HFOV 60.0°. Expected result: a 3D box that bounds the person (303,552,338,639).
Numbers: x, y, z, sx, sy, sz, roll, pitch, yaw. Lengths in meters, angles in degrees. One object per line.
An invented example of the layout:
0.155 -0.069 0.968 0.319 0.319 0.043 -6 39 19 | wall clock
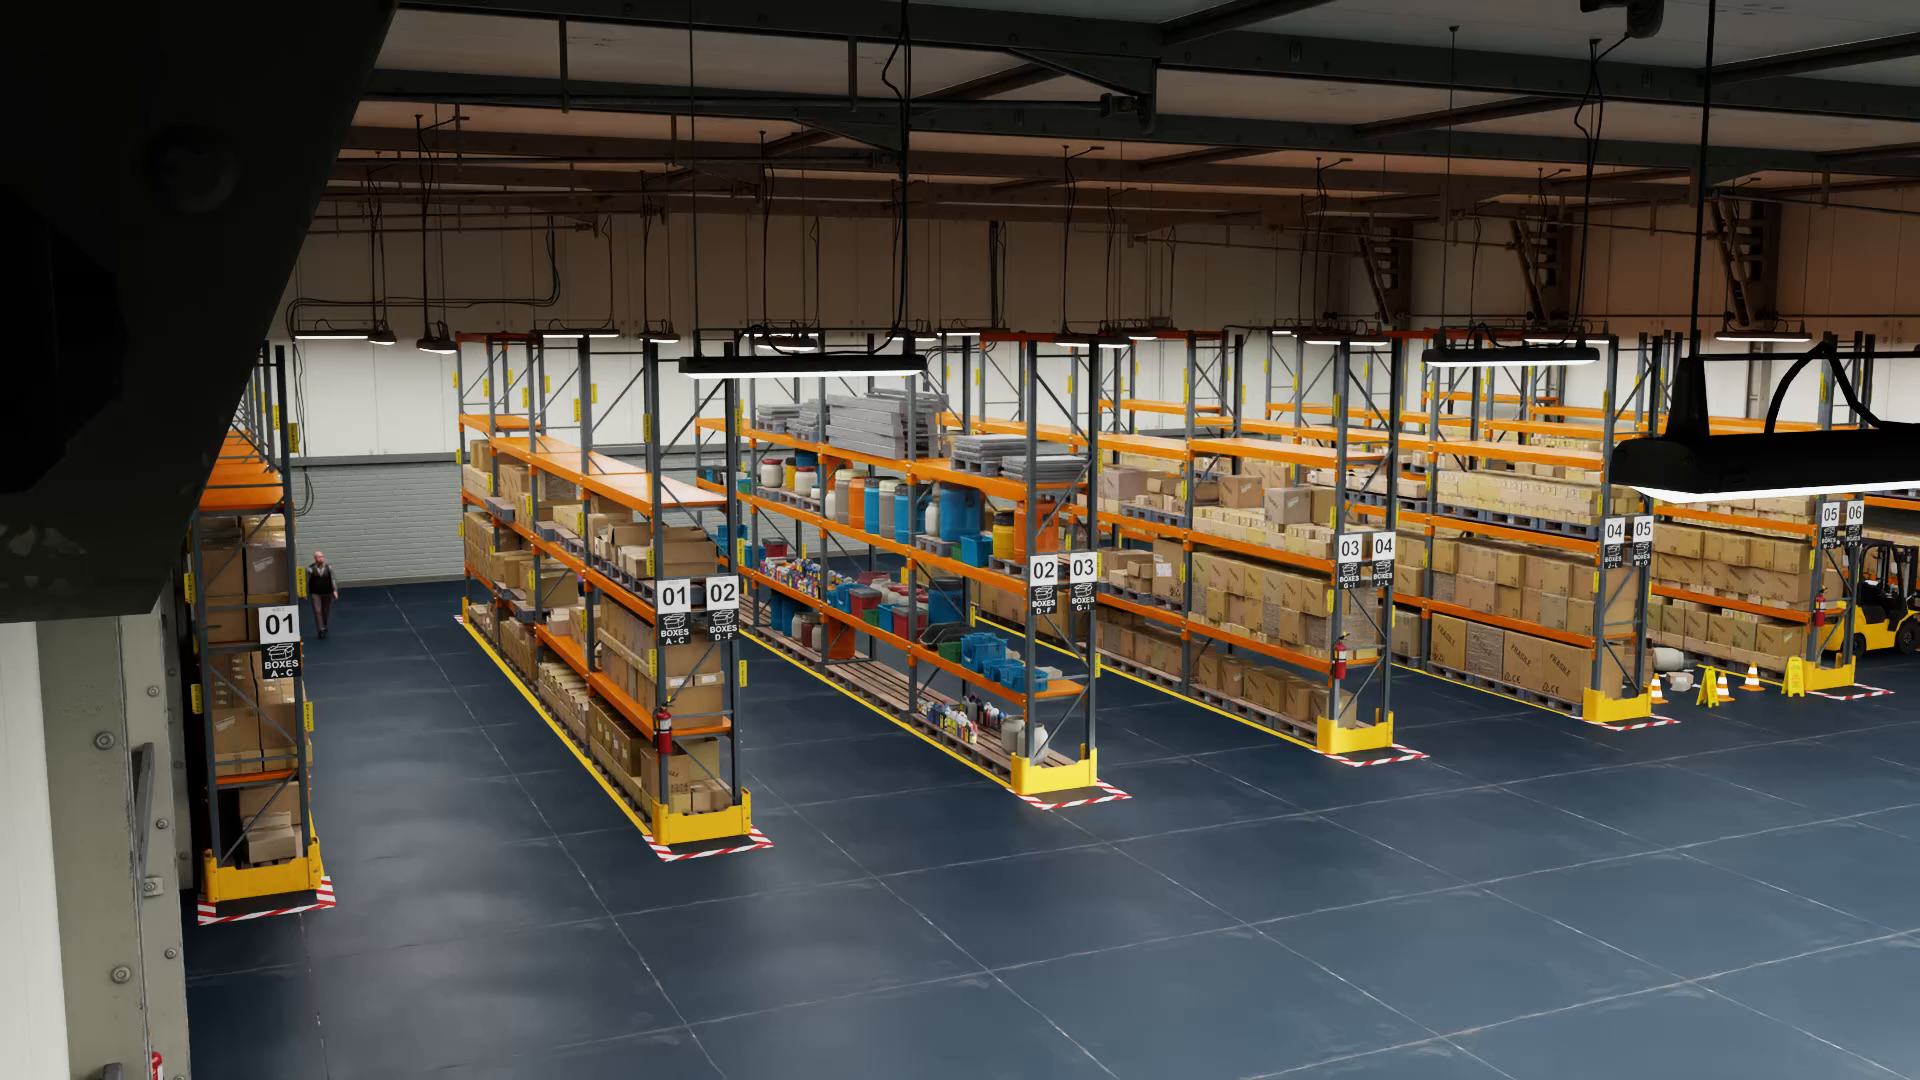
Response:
-12.636 1.059 32.893 0.599 1.663 1.080 -5 9 -32 | person

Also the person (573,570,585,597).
-8.022 0.884 34.623 0.466 1.598 0.448 0 8 4 | person
